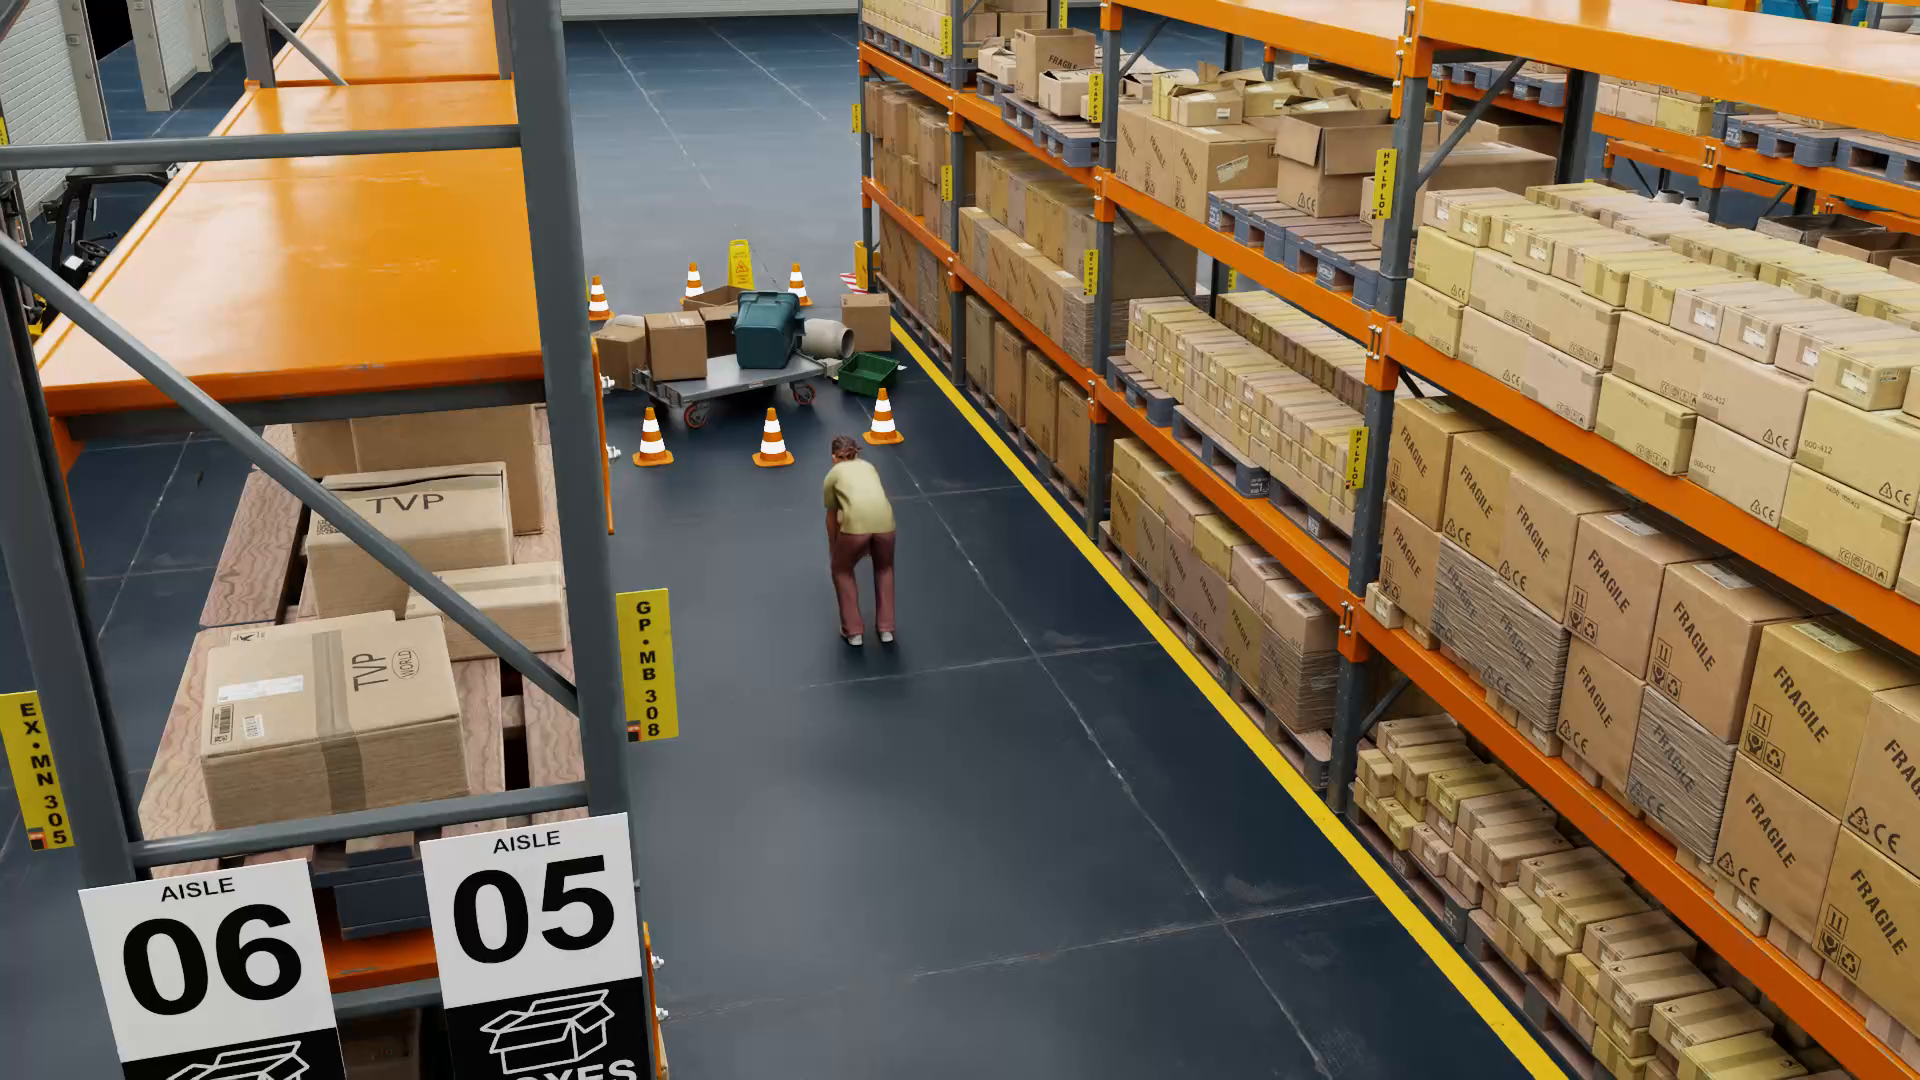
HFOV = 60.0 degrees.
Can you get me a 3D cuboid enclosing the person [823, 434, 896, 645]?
[{"bbox_3d":[-0.681,-0.008,11.137,0.426,1.272,0.820,-7,24,-16],"label":"person"}]
